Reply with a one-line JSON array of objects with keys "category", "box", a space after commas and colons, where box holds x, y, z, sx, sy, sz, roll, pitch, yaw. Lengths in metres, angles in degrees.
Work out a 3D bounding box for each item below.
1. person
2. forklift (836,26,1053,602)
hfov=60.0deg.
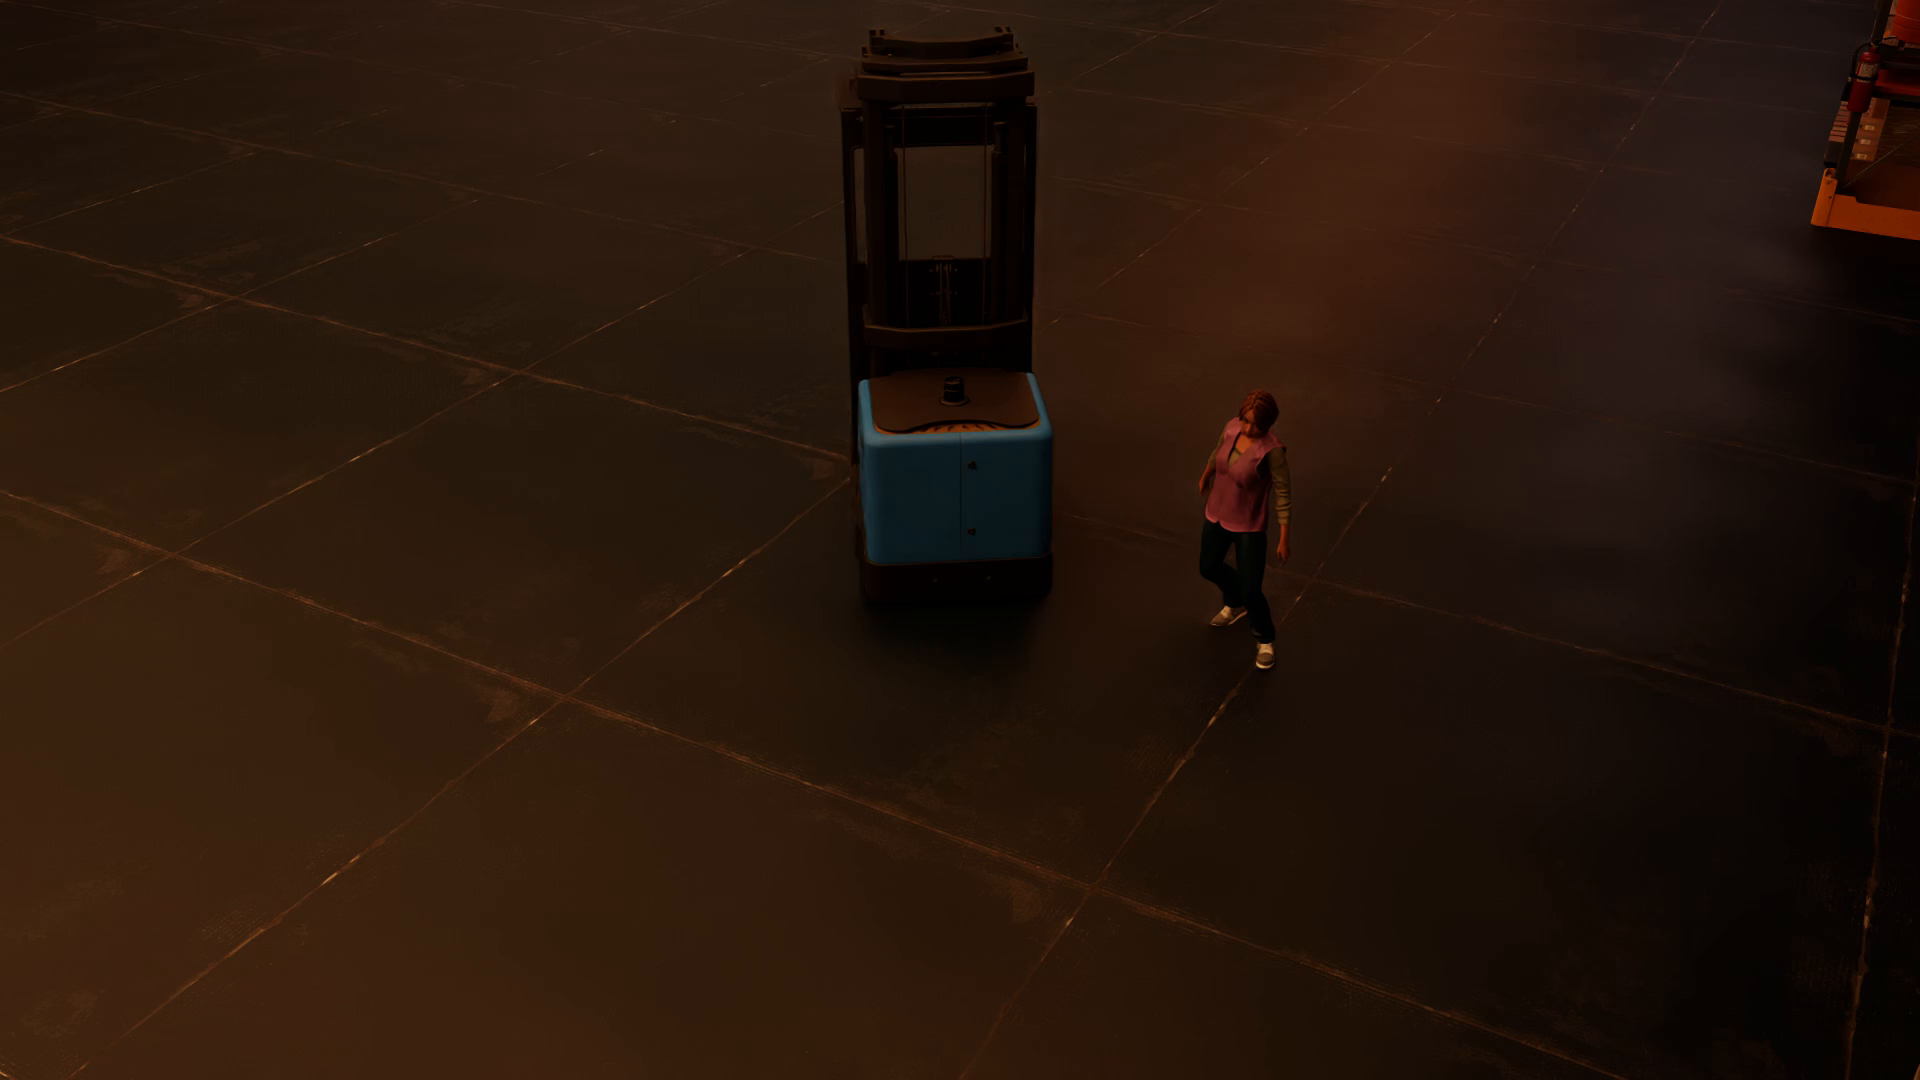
[{"category": "person", "box": [1.502, -0.134, 8.736, 0.438, 1.552, 0.733, -20, 35, -30]}, {"category": "forklift", "box": [-0.142, -1.634, 9.901, 1.130, 2.935, 3.031, -3, 30, -5]}]
